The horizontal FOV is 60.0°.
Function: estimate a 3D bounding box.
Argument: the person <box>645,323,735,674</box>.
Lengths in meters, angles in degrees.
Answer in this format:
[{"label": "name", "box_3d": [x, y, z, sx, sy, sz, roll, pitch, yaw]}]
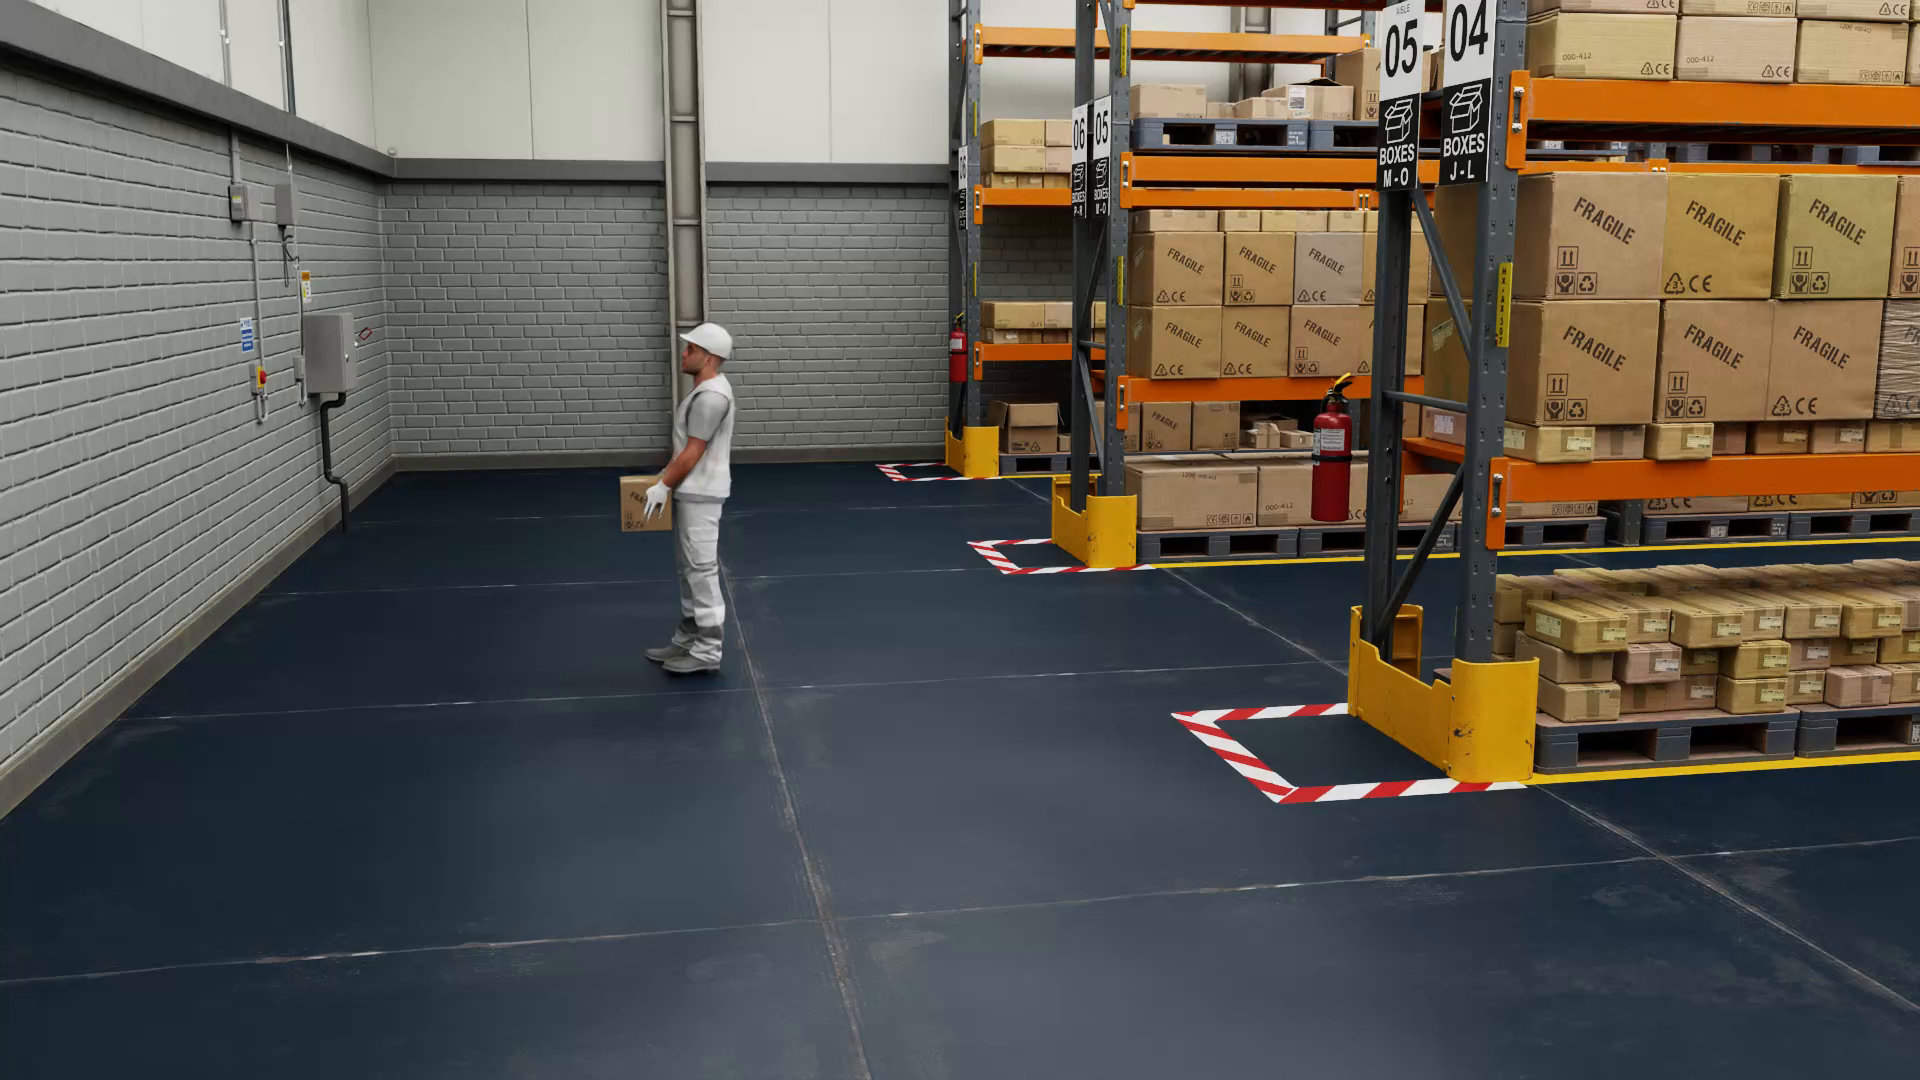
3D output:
[{"label": "person", "box_3d": [-1.397, -0.210, 8.528, 0.505, 1.793, 0.541, -1, 10, -8]}]
